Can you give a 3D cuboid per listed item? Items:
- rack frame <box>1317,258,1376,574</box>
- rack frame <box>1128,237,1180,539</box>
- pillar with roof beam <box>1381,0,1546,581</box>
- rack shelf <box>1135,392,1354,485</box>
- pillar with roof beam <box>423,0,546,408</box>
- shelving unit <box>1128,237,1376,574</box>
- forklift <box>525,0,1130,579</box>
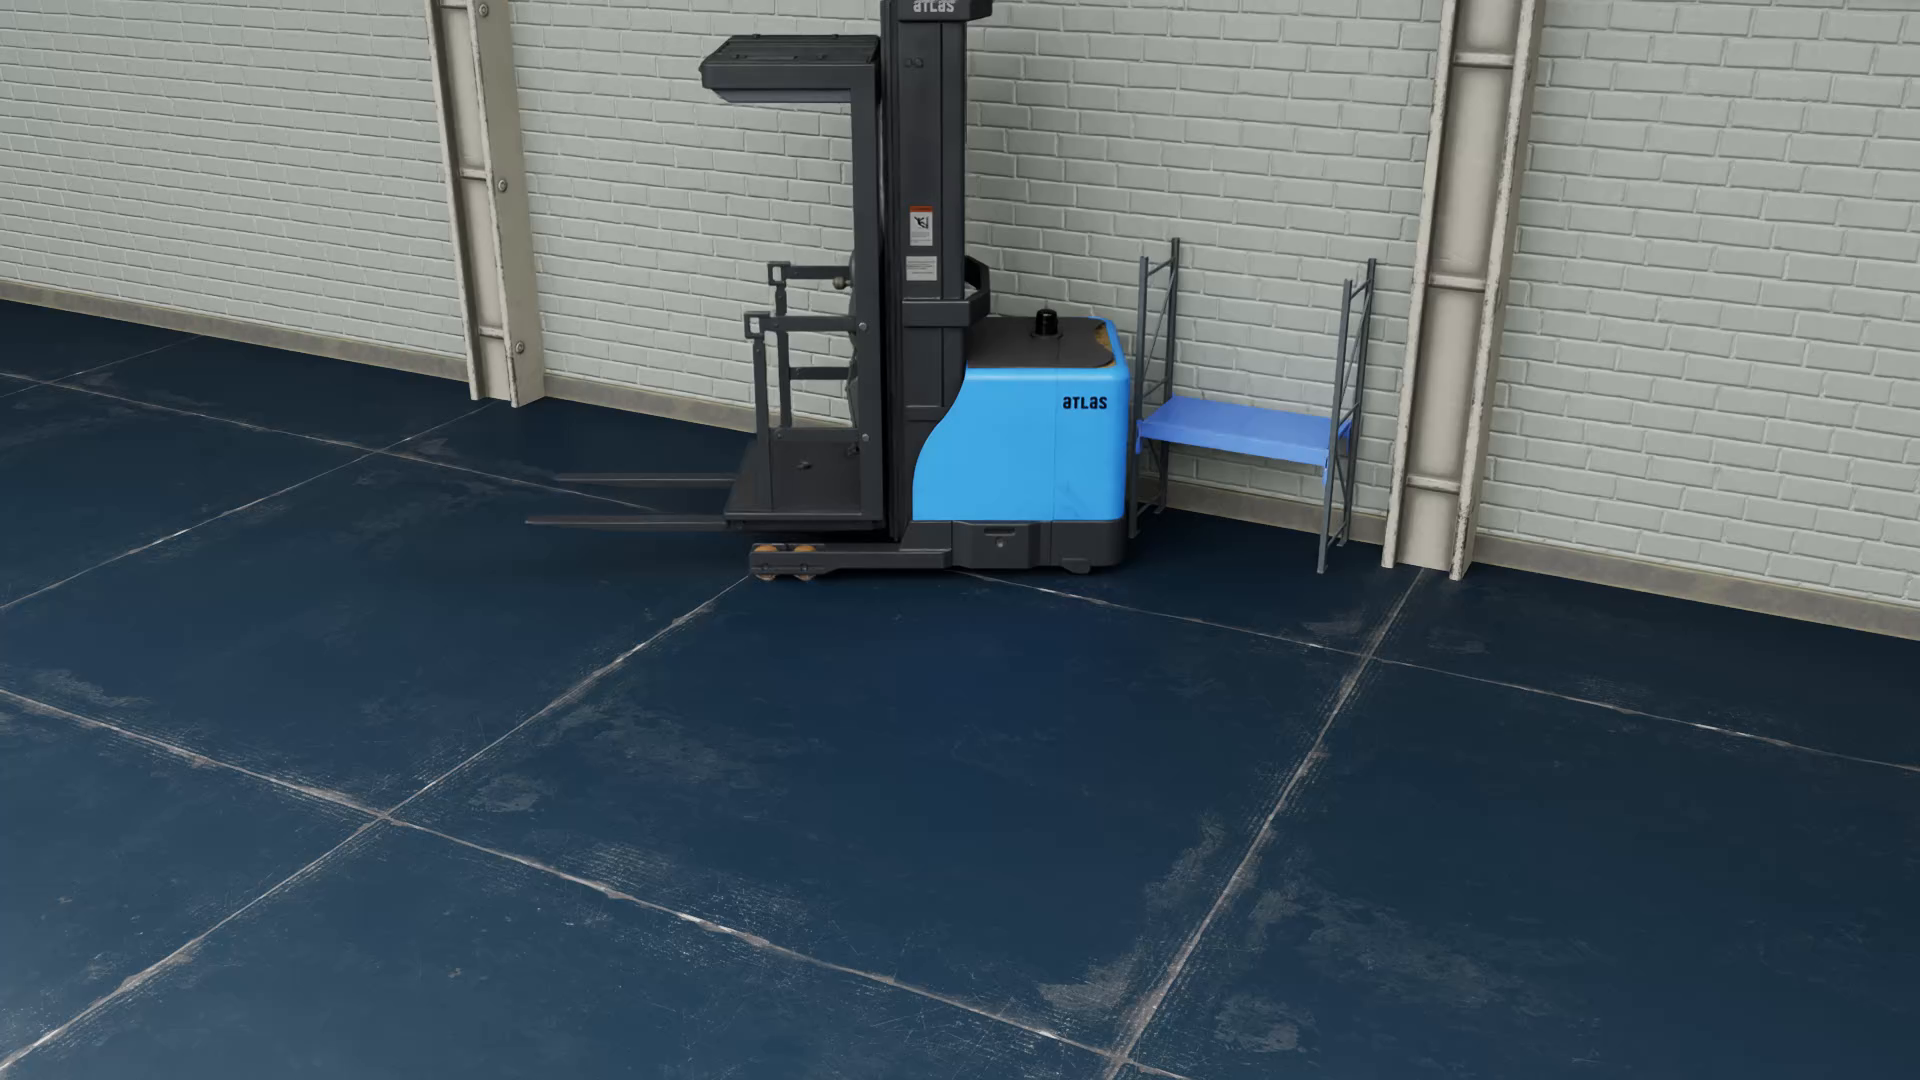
[{"bbox_3d":[1.920,-0.609,8.265,0.032,1.500,0.500,11,25,24],"label":"rack frame"},{"bbox_3d":[1.011,-0.787,8.684,0.032,1.500,0.500,11,25,24],"label":"rack frame"},{"bbox_3d":[0.440,-2.523,3.185,0.400,9.000,9.100,11,25,25],"label":"pillar with roof beam"},{"bbox_3d":[1.466,-0.532,8.545,1.000,0.185,0.538,11,25,24],"label":"rack shelf"},{"bbox_3d":[-4.914,-3.583,5.676,0.400,9.000,9.100,11,25,25],"label":"pillar with roof beam"},{"bbox_3d":[1.466,-0.698,8.474,1.048,1.500,0.538,11,25,24],"label":"shelving unit"},{"bbox_3d":[-0.682,-1.360,8.203,3.031,2.935,1.130,0,23,0],"label":"forklift"}]
